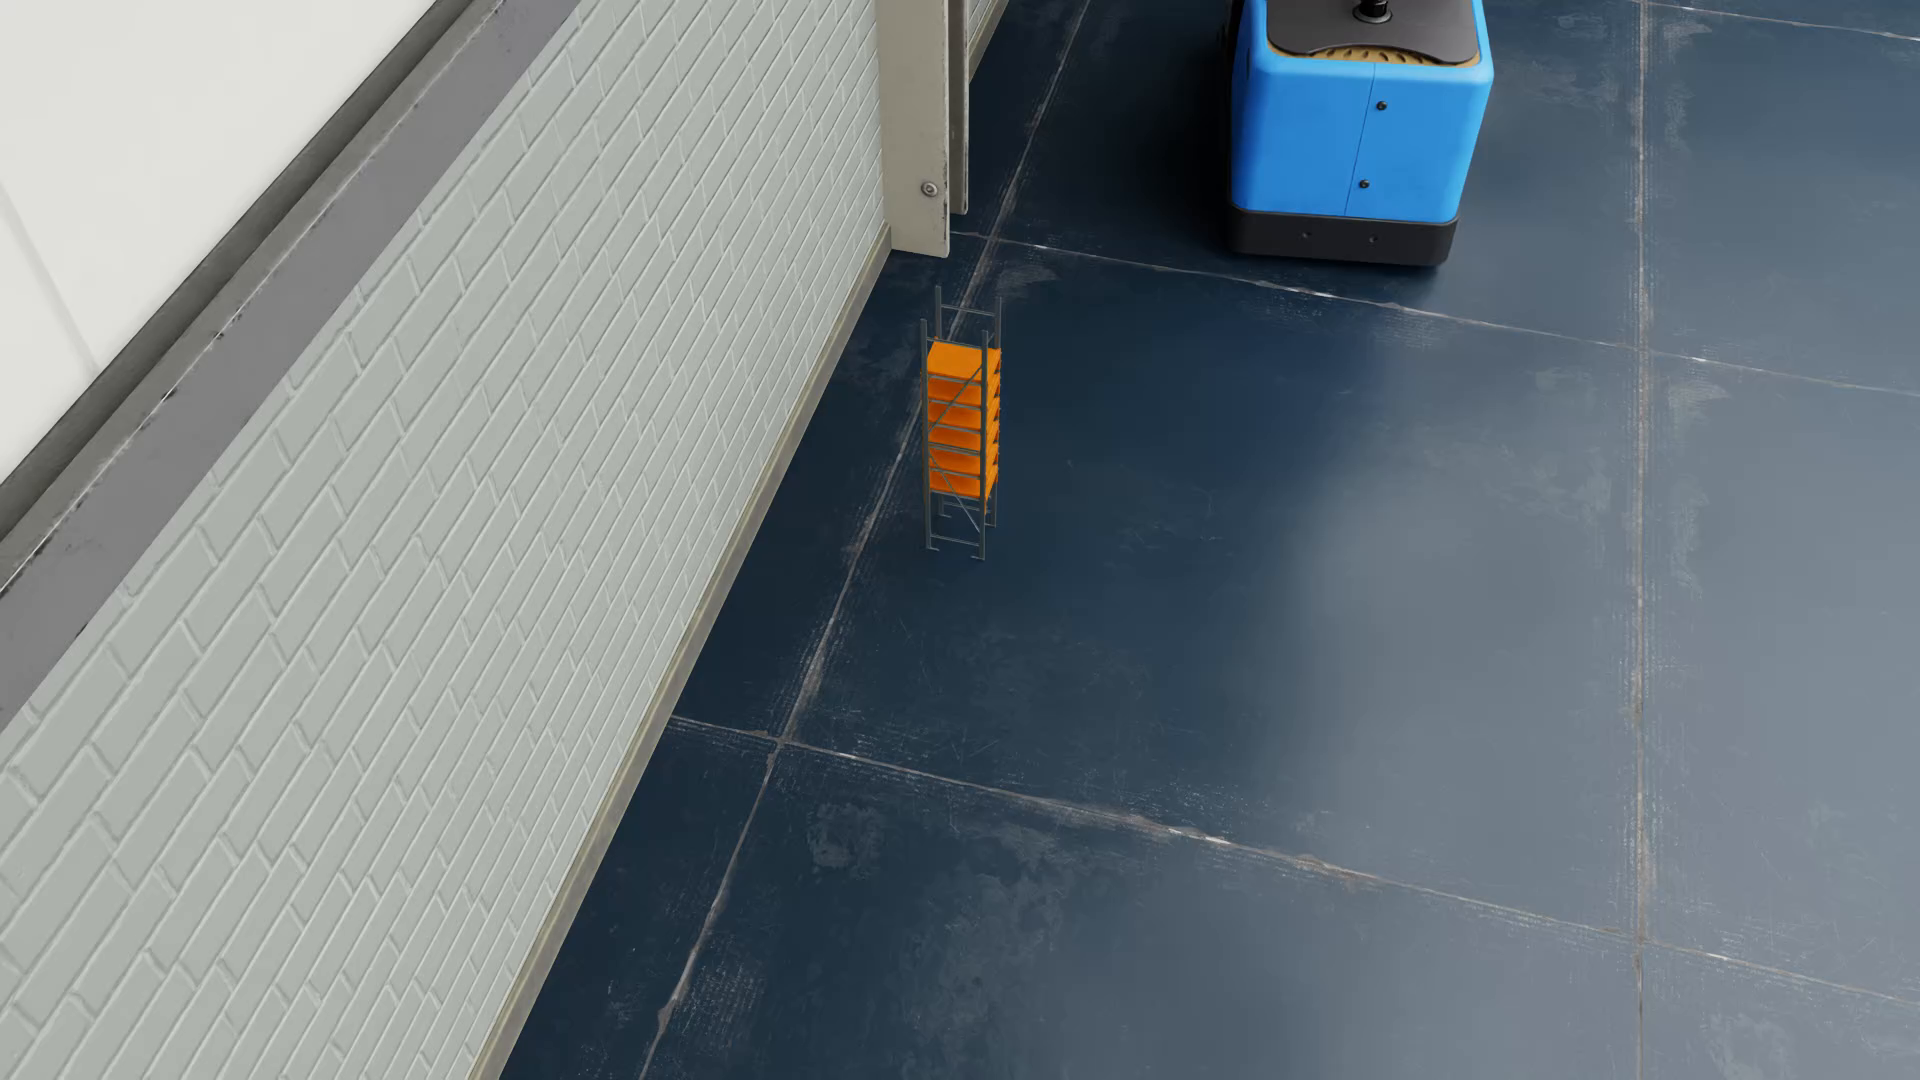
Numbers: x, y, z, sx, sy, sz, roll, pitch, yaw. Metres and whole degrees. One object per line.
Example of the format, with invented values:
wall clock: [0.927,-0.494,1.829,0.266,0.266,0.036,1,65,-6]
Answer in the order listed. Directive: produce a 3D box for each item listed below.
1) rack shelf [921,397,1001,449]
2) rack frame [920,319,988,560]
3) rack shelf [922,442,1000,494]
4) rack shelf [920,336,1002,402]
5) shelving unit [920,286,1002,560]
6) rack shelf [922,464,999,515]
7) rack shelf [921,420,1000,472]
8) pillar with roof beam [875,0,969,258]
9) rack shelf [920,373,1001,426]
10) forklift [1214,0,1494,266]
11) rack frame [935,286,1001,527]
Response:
rack shelf: [0.004,-0.458,6.172,0.258,0.103,0.180,12,50,10]
rack frame: [-0.020,-0.341,6.170,0.240,1.200,0.006,12,50,10]
rack shelf: [0.004,-0.299,6.352,0.258,0.103,0.180,12,50,10]
rack shelf: [0.004,-0.616,5.992,0.258,0.103,0.180,12,50,10]
shelving unit: [0.004,-0.407,6.228,0.258,1.200,0.189,12,50,10]
rack shelf: [0.004,-0.219,6.442,0.258,0.103,0.180,12,50,10]
rack shelf: [0.004,-0.378,6.262,0.258,0.103,0.180,12,50,10]
pillar with roof beam: [3.993,-3.632,3.872,9.100,9.000,0.400,12,50,10]
rack shelf: [0.004,-0.537,6.082,0.258,0.103,0.180,12,50,10]
forklift: [1.908,-3.350,7.671,1.130,2.935,3.031,5,49,4]
rack frame: [0.028,-0.474,6.287,0.240,1.200,0.006,12,50,10]
